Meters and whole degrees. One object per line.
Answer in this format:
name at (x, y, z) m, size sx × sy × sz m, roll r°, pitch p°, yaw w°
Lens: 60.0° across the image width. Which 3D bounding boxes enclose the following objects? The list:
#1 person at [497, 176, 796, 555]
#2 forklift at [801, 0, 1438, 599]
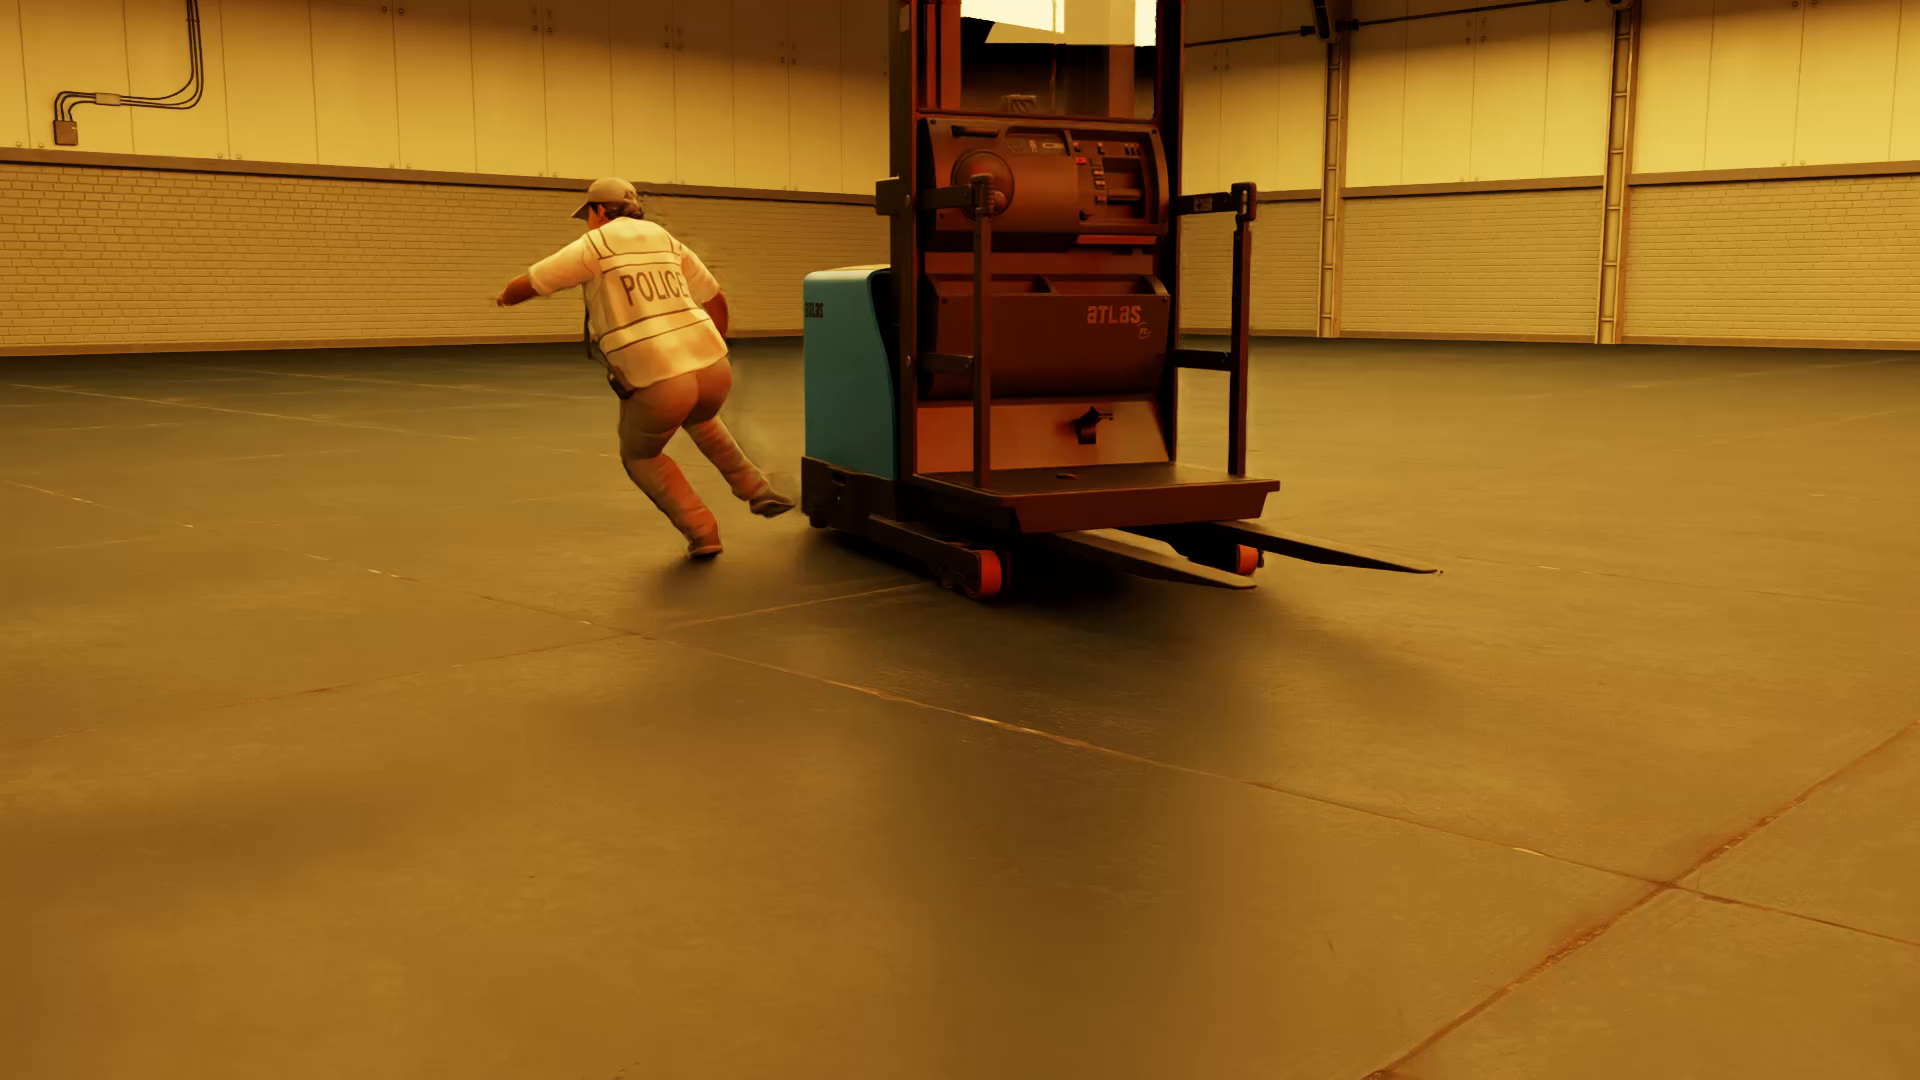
person at (-1.149, -0.652, 6.353) m, size 0.912 × 1.433 × 1.127 m, roll 8°, pitch 12°, yaw 44°
forklift at (0.409, -1.329, 5.702) m, size 1.130 × 2.935 × 3.031 m, roll -4°, pitch 9°, yaw -24°
